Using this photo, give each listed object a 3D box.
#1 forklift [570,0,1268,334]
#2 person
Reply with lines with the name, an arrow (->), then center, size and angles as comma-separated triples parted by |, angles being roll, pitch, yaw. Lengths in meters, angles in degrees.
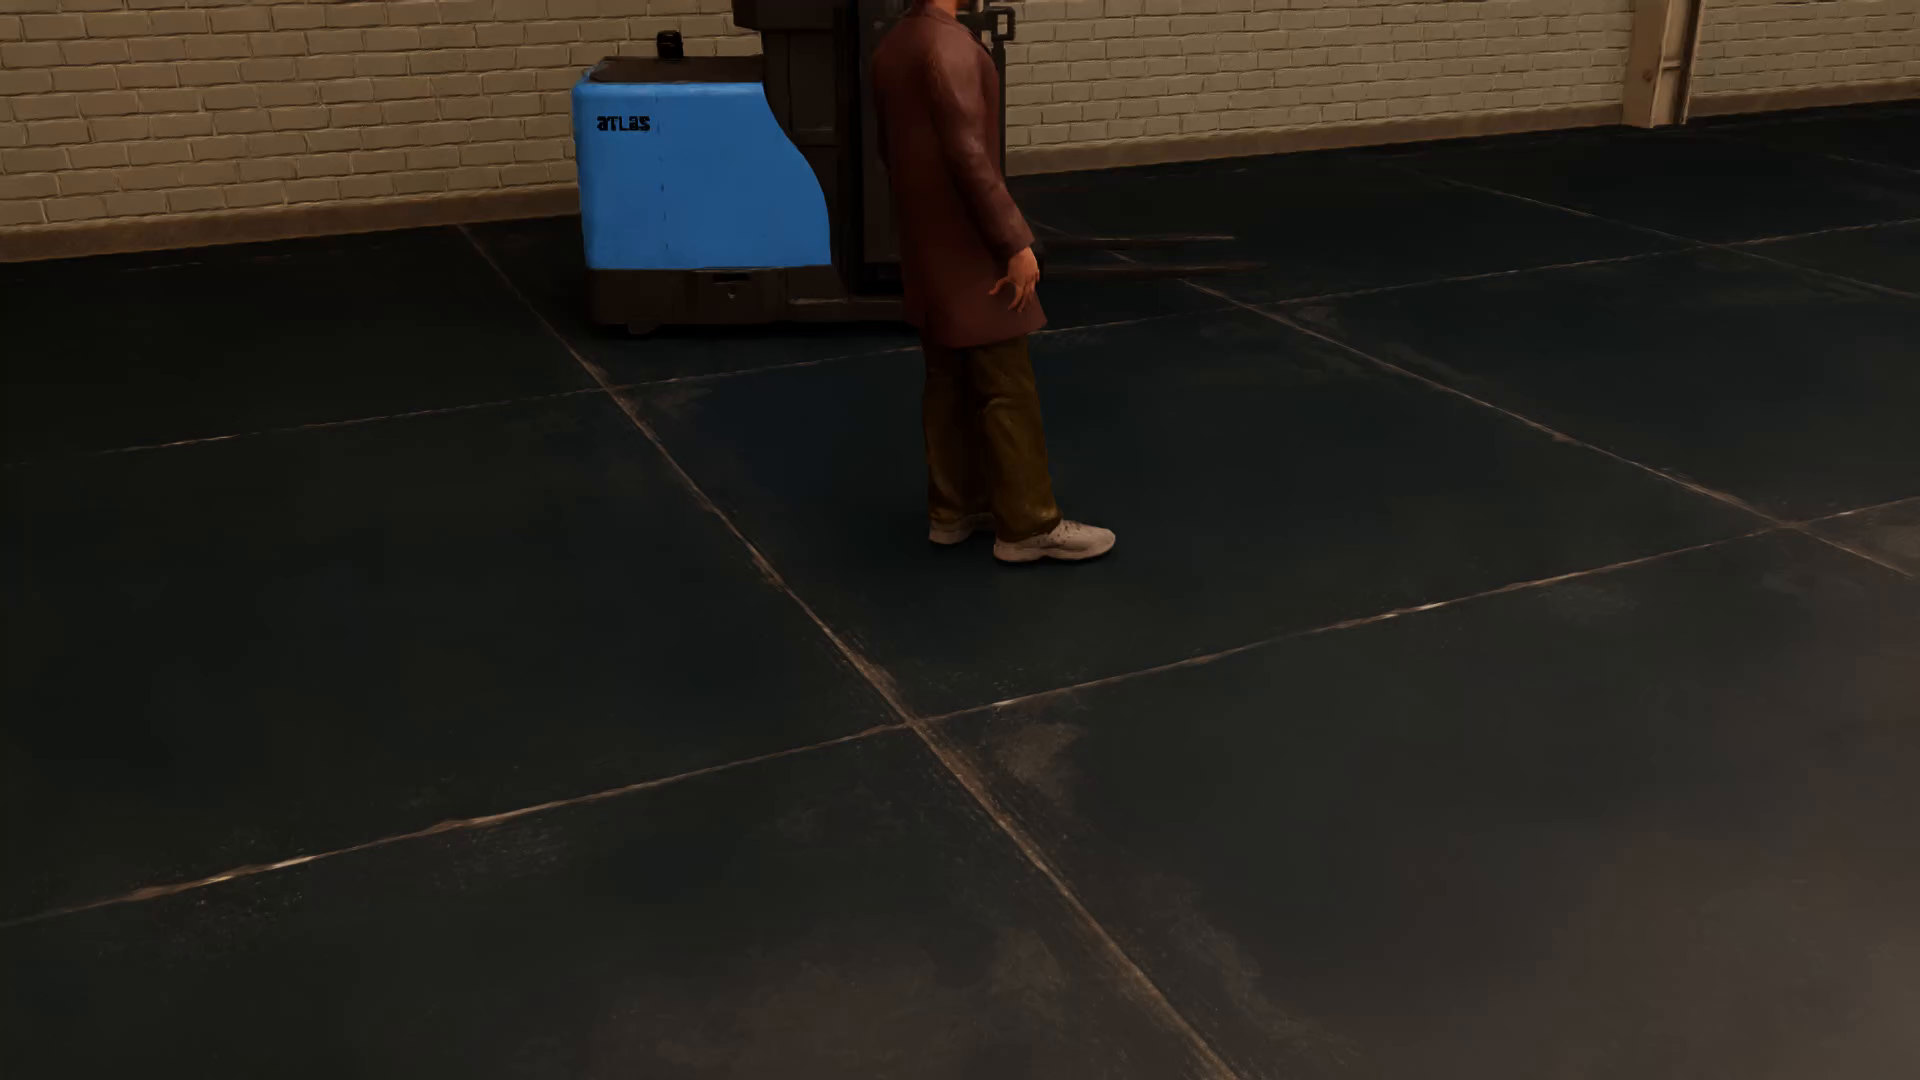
forklift -> -0.148, -2.456, 7.199 | 3.031, 2.935, 1.130 | -2, 23, -5
person -> 0.085, -0.841, 4.795 | 0.580, 1.776, 0.694 | -10, 25, -23
